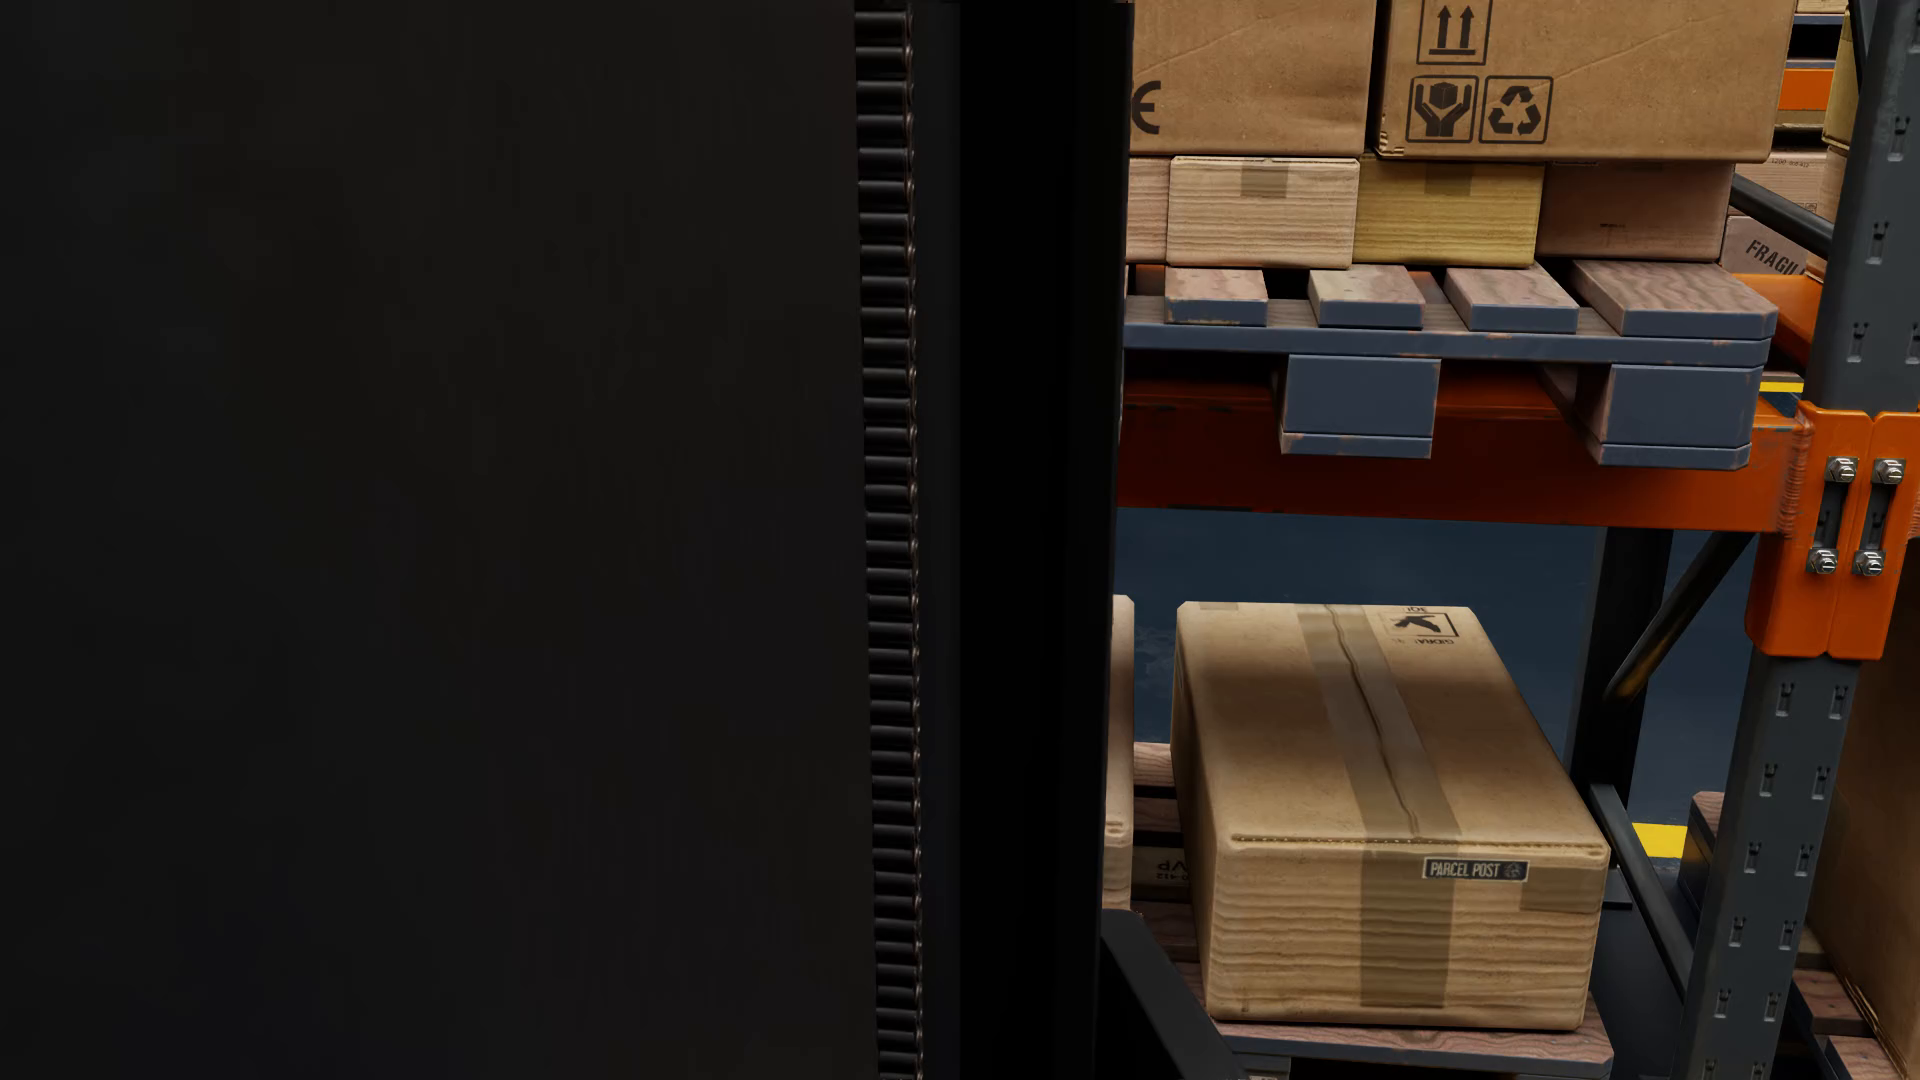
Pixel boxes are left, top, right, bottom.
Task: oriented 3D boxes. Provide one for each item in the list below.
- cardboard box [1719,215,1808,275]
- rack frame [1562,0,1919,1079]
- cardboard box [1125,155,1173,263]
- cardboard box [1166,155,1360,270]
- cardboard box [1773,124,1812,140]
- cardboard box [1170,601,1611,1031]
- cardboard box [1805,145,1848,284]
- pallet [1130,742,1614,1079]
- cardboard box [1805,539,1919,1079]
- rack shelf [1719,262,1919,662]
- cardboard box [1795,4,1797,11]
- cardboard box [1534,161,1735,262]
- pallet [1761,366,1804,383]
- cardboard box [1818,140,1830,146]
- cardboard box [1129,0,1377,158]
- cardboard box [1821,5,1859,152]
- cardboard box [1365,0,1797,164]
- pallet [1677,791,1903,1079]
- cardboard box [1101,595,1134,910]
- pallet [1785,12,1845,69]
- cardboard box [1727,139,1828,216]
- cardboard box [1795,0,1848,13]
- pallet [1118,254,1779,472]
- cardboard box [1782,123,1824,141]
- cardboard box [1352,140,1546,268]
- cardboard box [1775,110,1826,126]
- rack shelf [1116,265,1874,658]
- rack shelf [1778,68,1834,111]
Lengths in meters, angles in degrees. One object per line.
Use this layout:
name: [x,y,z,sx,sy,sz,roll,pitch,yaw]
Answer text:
cardboard box: [3.476,-1.202,7.228,0.500,0.500,0.500,2,22,5]
rack frame: [1.311,-0.522,2.680,0.127,3.000,1.000,2,22,6]
cardboard box: [0.179,-0.522,2.451,0.250,0.149,0.380,1,22,4]
cardboard box: [0.428,-0.508,2.416,0.250,0.149,0.380,2,22,6]
cardboard box: [3.509,-1.736,7.559,0.500,0.250,0.500,3,22,8]
cardboard box: [0.751,0.477,3.157,0.625,0.372,0.950,1,22,3]
cardboard box: [1.844,-0.525,2.892,0.500,0.250,0.500,2,22,4]
pallet: [0.535,0.740,3.280,1.213,0.211,1.003,2,22,6]
cardboard box: [1.987,0.331,2.841,0.875,0.875,0.875,2,22,6]
rack shelf: [3.297,-0.101,2.594,4.000,0.370,1.077,2,22,6]
cardboard box: [3.281,-2.274,6.883,0.250,0.149,0.380,3,22,8]
cardboard box: [0.958,-0.529,2.468,0.250,0.149,0.380,3,22,8]
pallet: [3.777,-0.949,7.553,1.213,0.211,1.003,2,22,6]
cardboard box: [3.961,-1.527,7.031,0.500,0.250,0.500,2,22,4]
cardboard box: [0.312,-0.839,2.369,0.500,0.500,0.500,2,22,5]
cardboard box: [1.822,-0.756,2.797,0.500,0.250,0.500,2,22,6]
cardboard box: [0.827,-0.820,2.323,0.500,0.500,0.500,2,22,5]
pallet: [2.085,0.836,3.037,1.213,0.211,1.003,2,22,6]
cardboard box: [0.017,0.448,3.230,0.625,0.372,0.950,2,22,5]
pallet: [3.764,-2.174,7.119,1.213,0.211,1.003,2,22,6]
cardboard box: [3.443,-1.549,7.087,0.500,0.250,0.500,3,22,7]
cardboard box: [3.531,-2.262,6.853,0.250,0.149,0.380,3,22,7]
pallet: [0.591,-0.425,2.695,1.003,0.211,1.213,2,22,6]
cardboard box: [4.028,-1.716,7.510,0.500,0.250,0.500,3,22,8]
cardboard box: [0.683,-0.514,2.430,0.250,0.149,0.380,3,22,7]
cardboard box: [5.812,-3.195,11.759,0.875,0.875,1.225,3,22,6]
rack shelf: [-0.675,-0.274,3.031,4.000,0.370,1.077,2,22,6]
rack shelf: [3.779,-1.912,7.176,4.000,0.370,1.077,2,22,6]
